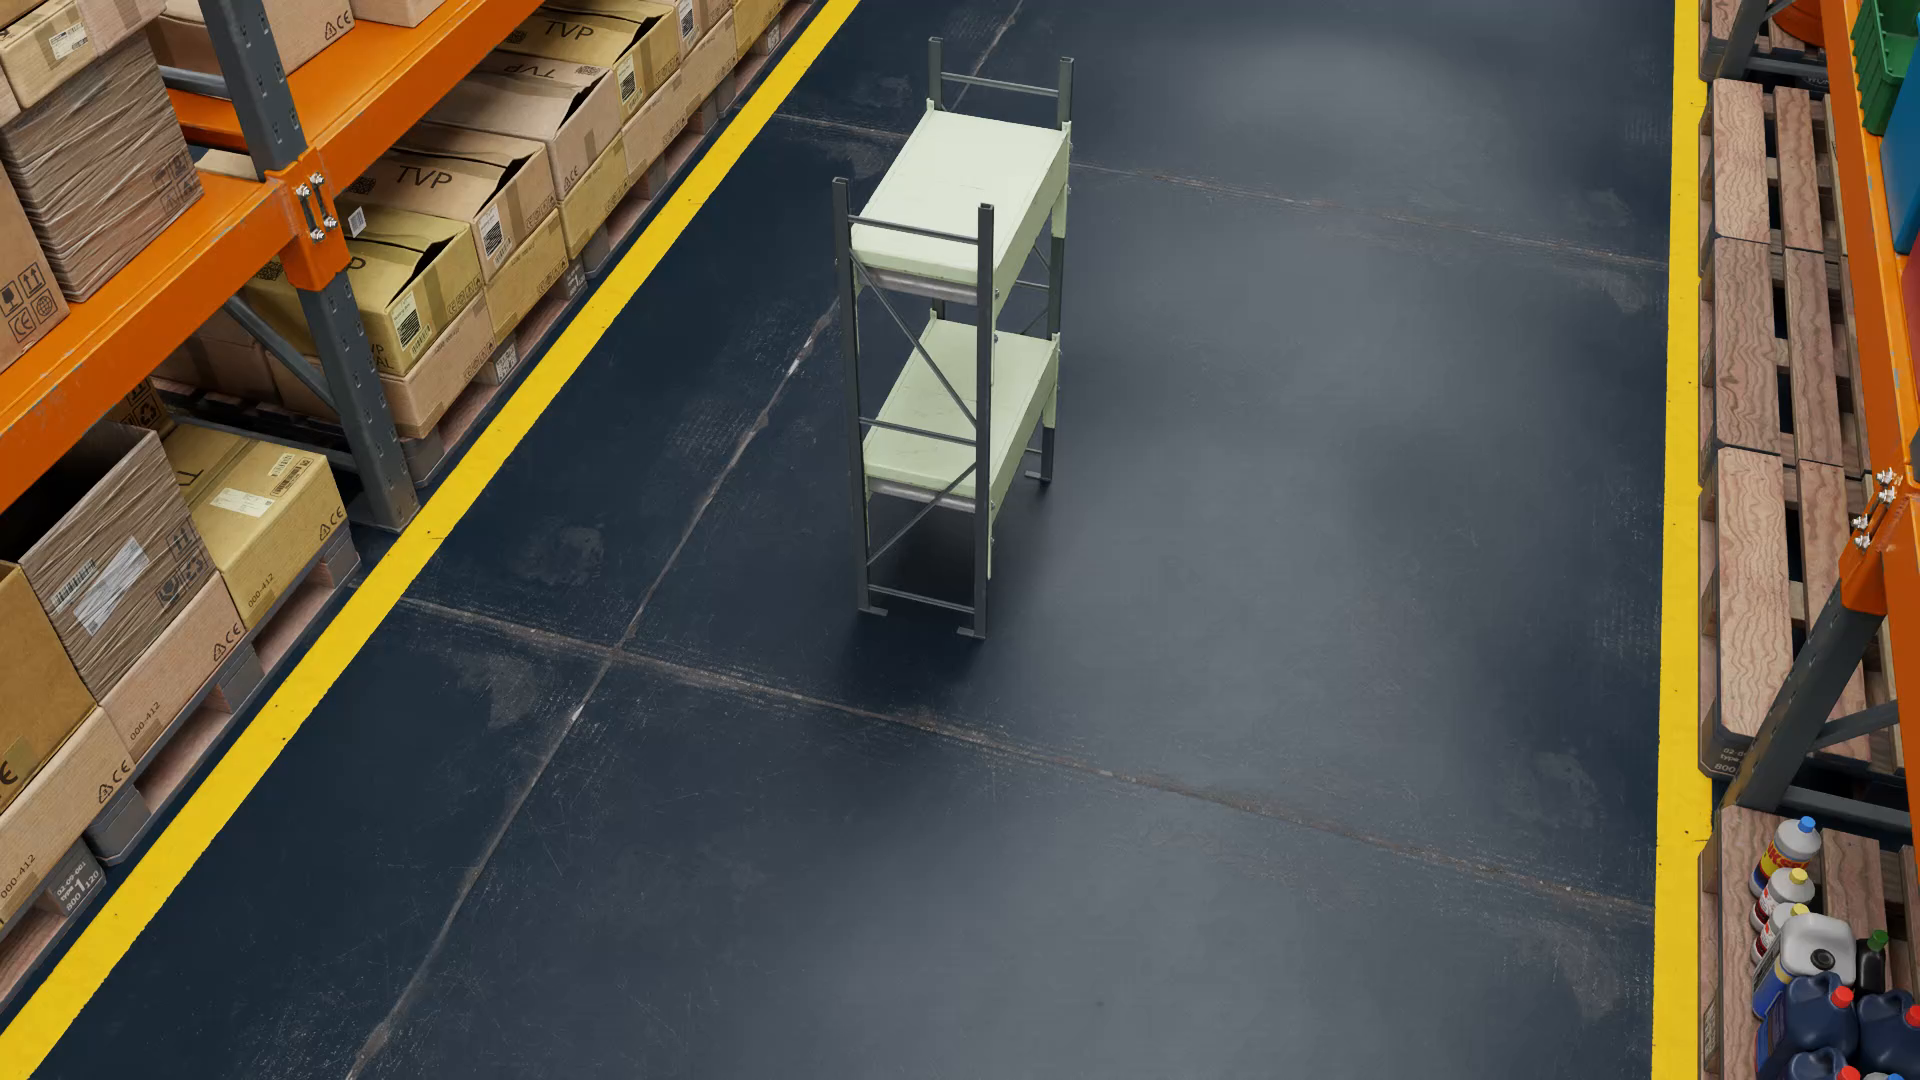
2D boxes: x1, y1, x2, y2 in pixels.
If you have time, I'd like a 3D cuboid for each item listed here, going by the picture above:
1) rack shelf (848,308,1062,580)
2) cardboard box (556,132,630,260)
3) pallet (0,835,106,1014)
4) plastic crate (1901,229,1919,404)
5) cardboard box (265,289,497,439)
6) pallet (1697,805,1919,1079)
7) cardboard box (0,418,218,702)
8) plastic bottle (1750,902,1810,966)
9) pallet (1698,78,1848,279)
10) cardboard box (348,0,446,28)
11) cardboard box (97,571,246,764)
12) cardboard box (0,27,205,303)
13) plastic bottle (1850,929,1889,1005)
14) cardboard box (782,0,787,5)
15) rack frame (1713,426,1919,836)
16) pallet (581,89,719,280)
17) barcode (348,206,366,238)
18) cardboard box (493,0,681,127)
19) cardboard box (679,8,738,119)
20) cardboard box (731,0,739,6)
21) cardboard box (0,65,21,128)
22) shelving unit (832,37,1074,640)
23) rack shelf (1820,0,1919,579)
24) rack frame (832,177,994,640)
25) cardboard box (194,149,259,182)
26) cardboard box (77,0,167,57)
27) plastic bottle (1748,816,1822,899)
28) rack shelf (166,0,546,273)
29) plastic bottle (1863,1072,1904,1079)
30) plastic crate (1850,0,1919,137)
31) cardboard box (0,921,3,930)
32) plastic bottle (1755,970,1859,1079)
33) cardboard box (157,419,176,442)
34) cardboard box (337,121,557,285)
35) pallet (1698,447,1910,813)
[{"bbox_3d":[-0.002,-0.299,4.949,0.431,0.370,0.720,13,46,12],"label":"rack shelf"},{"bbox_3d":[-1.558,-1.306,6.105,0.500,0.250,0.500,11,45,11],"label":"cardboard box"},{"bbox_3d":[-2.875,1.098,3.977,1.003,0.211,1.213,13,46,13],"label":"pallet"},{"bbox_3d":[2.348,-0.594,3.667,0.402,0.464,0.583,13,46,13],"label":"plastic crate"},{"bbox_3d":[-1.869,-0.619,5.404,0.500,0.250,0.500,12,46,12],"label":"cardboard box"},{"bbox_3d":[2.250,1.252,3.820,1.003,0.211,1.213,13,46,13],"label":"pallet"},{"bbox_3d":[-2.322,0.015,4.219,0.500,0.500,0.500,13,46,13],"label":"cardboard box"},{"bbox_3d":[1.917,0.914,3.857,0.097,0.201,0.097,0,44,0],"label":"plastic bottle"},{"bbox_3d":[3.432,-1.345,6.474,1.003,0.211,1.213,13,46,13],"label":"pallet"},{"bbox_3d":[-1.764,-1.693,5.015,0.380,0.149,0.250,13,46,13],"label":"cardboard box"},{"bbox_3d":[-2.320,0.284,4.481,0.500,0.250,0.500,13,46,13],"label":"cardboard box"},{"bbox_3d":[-2.355,-0.974,4.029,0.700,0.500,0.500,11,46,11],"label":"cardboard box"},{"bbox_3d":[2.008,0.993,3.718,0.061,0.283,0.133,13,46,13],"label":"plastic bottle"},{"bbox_3d":[-0.943,-2.667,7.496,0.500,0.250,0.500,14,46,13],"label":"cardboard box"},{"bbox_3d":[2.493,-0.184,3.293,1.000,3.000,0.127,13,46,13],"label":"rack frame"},{"bbox_3d":[-1.673,-1.554,6.687,1.003,0.211,1.213,13,46,13],"label":"pallet"},{"bbox_3d":[-1.753,-0.924,4.836,0.001,0.075,0.075,13,46,13],"label":"barcode"},{"bbox_3d":[-1.400,-1.851,6.262,0.500,0.311,0.500,14,46,14],"label":"cardboard box"},{"bbox_3d":[-1.250,-1.988,6.803,0.500,0.250,0.500,14,46,13],"label":"cardboard box"},{"bbox_3d":[-1.091,-2.521,6.946,0.500,0.311,0.500,12,46,12],"label":"cardboard box"},{"bbox_3d":[-2.259,-0.937,3.528,0.380,0.149,0.250,11,46,11],"label":"cardboard box"},{"bbox_3d":[-0.002,-0.532,4.721,0.431,1.500,0.755,13,46,12],"label":"shelving unit"},{"bbox_3d":[3.098,-1.260,4.907,1.077,0.370,4.000,13,46,13],"label":"rack shelf"},{"bbox_3d":[-0.113,-0.288,4.472,0.400,1.500,0.023,13,46,12],"label":"rack frame"},{"bbox_3d":[-2.226,-1.282,5.680,0.500,0.311,0.500,14,46,14],"label":"cardboard box"},{"bbox_3d":[-2.105,-1.277,3.875,0.380,0.149,0.250,12,46,12],"label":"cardboard box"},{"bbox_3d":[1.978,0.753,3.971,0.097,0.271,0.097,0,44,0],"label":"plastic bottle"},{"bbox_3d":[-1.621,-2.312,5.982,1.077,0.370,4.000,13,46,13],"label":"rack shelf"},{"bbox_3d":[1.924,1.206,3.509,0.097,0.271,0.097,0,44,0],"label":"plastic bottle"},{"bbox_3d":[2.751,-1.329,4.615,0.450,0.188,0.662,13,46,13],"label":"plastic crate"},{"bbox_3d":[-2.608,0.953,3.797,0.500,0.250,0.500,13,46,13],"label":"cardboard box"},{"bbox_3d":[1.853,1.056,3.606,0.144,0.351,0.185,14,46,14],"label":"plastic bottle"},{"bbox_3d":[-2.656,-0.158,4.933,0.500,0.250,0.500,13,46,13],"label":"cardboard box"},{"bbox_3d":[-1.708,-1.159,5.554,0.500,0.311,0.500,12,46,12],"label":"cardboard box"},{"bbox_3d":[2.693,0.281,4.812,1.003,0.211,1.213,13,46,13],"label":"pallet"}]
